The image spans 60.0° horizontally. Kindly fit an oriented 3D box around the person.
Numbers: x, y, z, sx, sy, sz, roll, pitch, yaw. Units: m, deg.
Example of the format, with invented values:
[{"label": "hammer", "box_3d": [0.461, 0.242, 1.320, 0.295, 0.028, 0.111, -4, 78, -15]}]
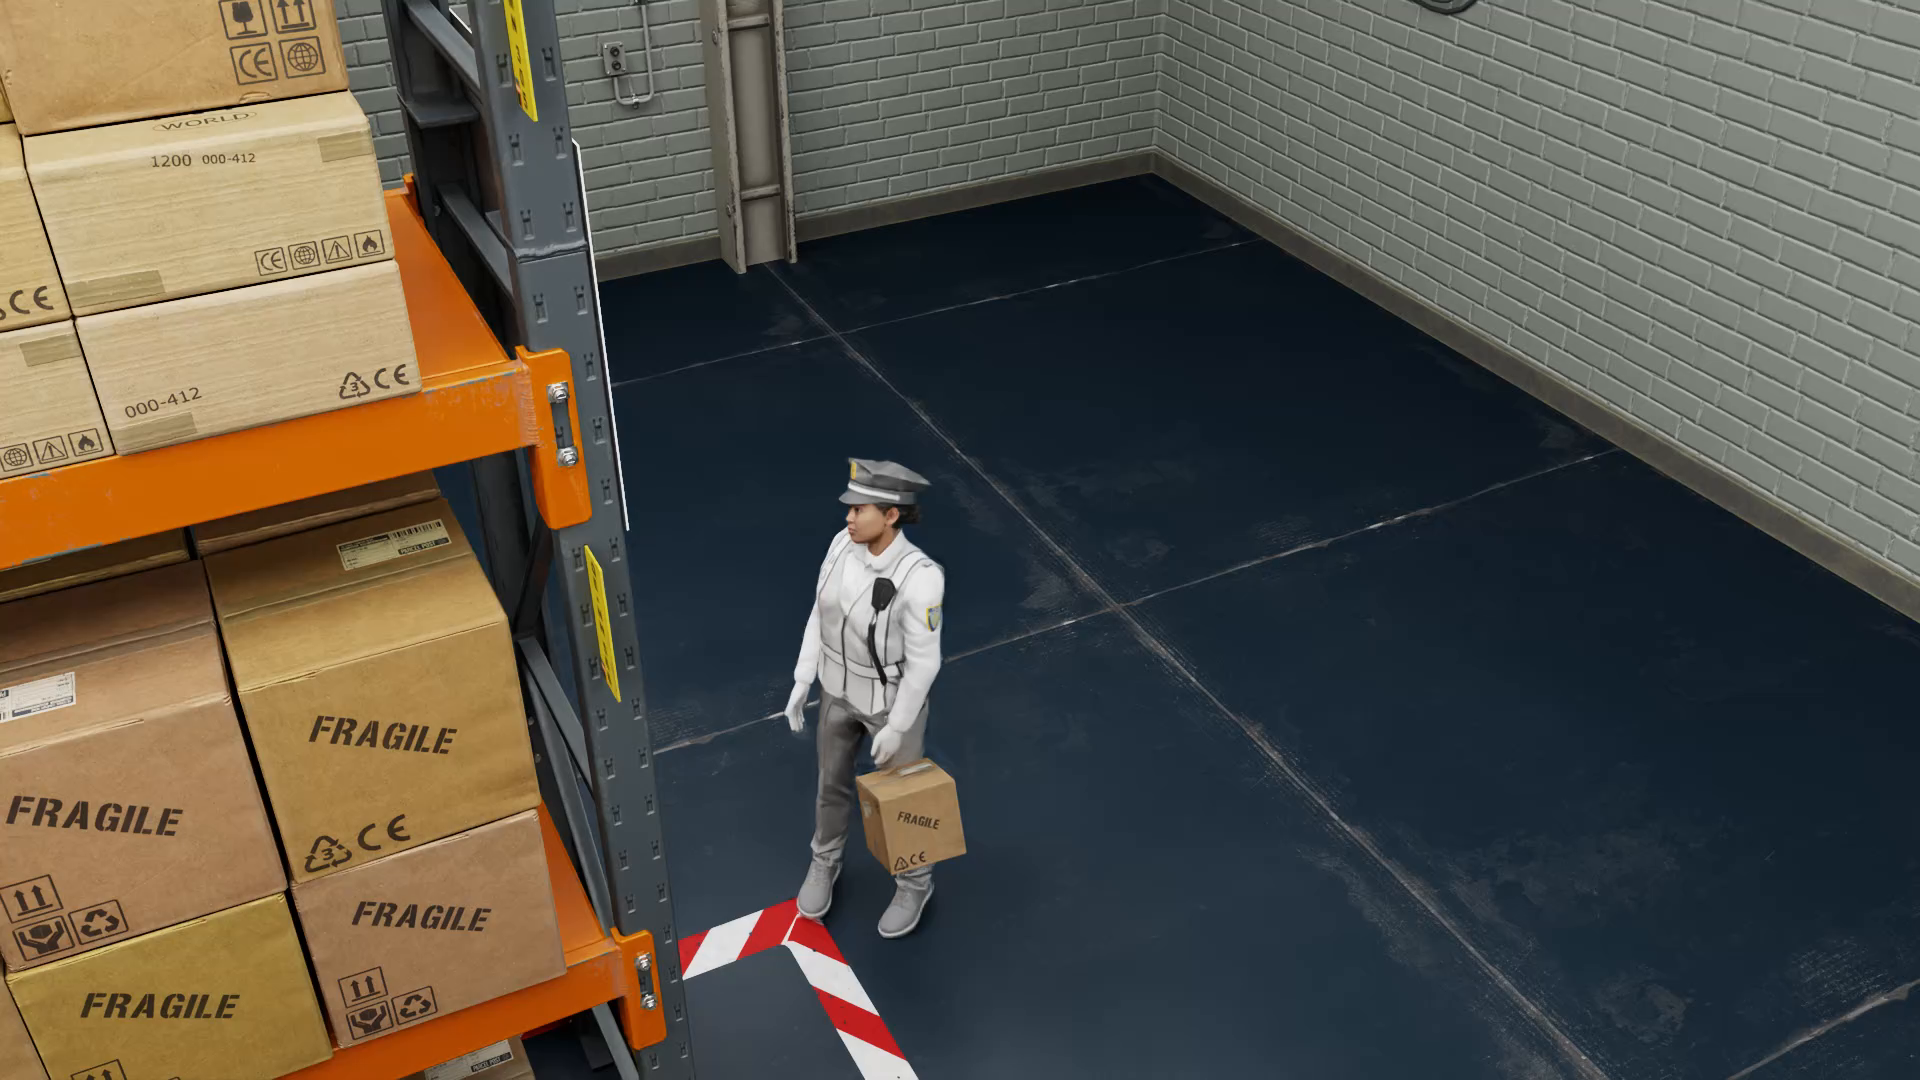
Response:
[{"label": "person", "box_3d": [-0.289, 0.518, 5.320, 0.498, 1.699, 0.521, 25, 41, 32]}]
